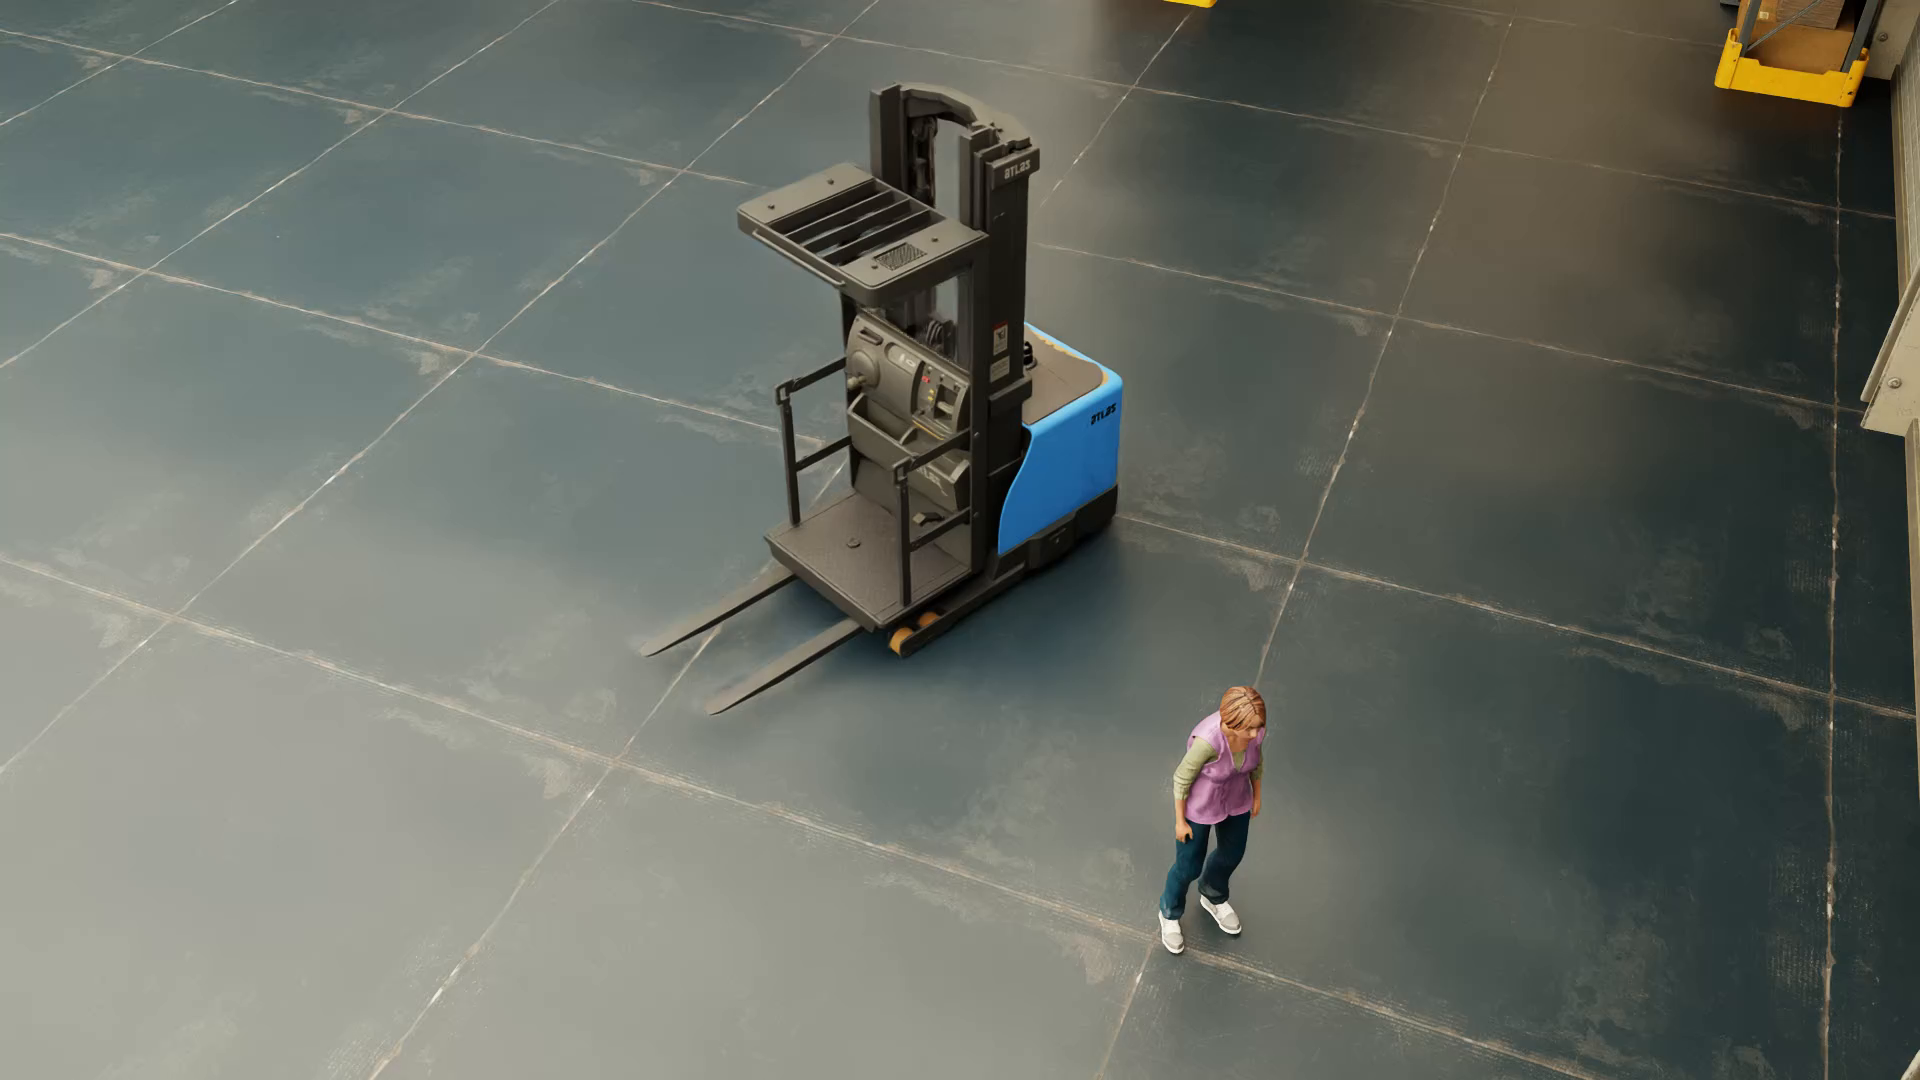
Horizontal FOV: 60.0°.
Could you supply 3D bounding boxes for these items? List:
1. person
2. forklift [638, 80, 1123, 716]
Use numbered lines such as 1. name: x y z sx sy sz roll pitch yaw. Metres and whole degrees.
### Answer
1. person: 1.166 1.226 7.586 0.480 1.592 0.346 -16 42 -18
2. forklift: -0.448 -0.840 9.009 3.031 2.935 1.130 -31 49 -31
